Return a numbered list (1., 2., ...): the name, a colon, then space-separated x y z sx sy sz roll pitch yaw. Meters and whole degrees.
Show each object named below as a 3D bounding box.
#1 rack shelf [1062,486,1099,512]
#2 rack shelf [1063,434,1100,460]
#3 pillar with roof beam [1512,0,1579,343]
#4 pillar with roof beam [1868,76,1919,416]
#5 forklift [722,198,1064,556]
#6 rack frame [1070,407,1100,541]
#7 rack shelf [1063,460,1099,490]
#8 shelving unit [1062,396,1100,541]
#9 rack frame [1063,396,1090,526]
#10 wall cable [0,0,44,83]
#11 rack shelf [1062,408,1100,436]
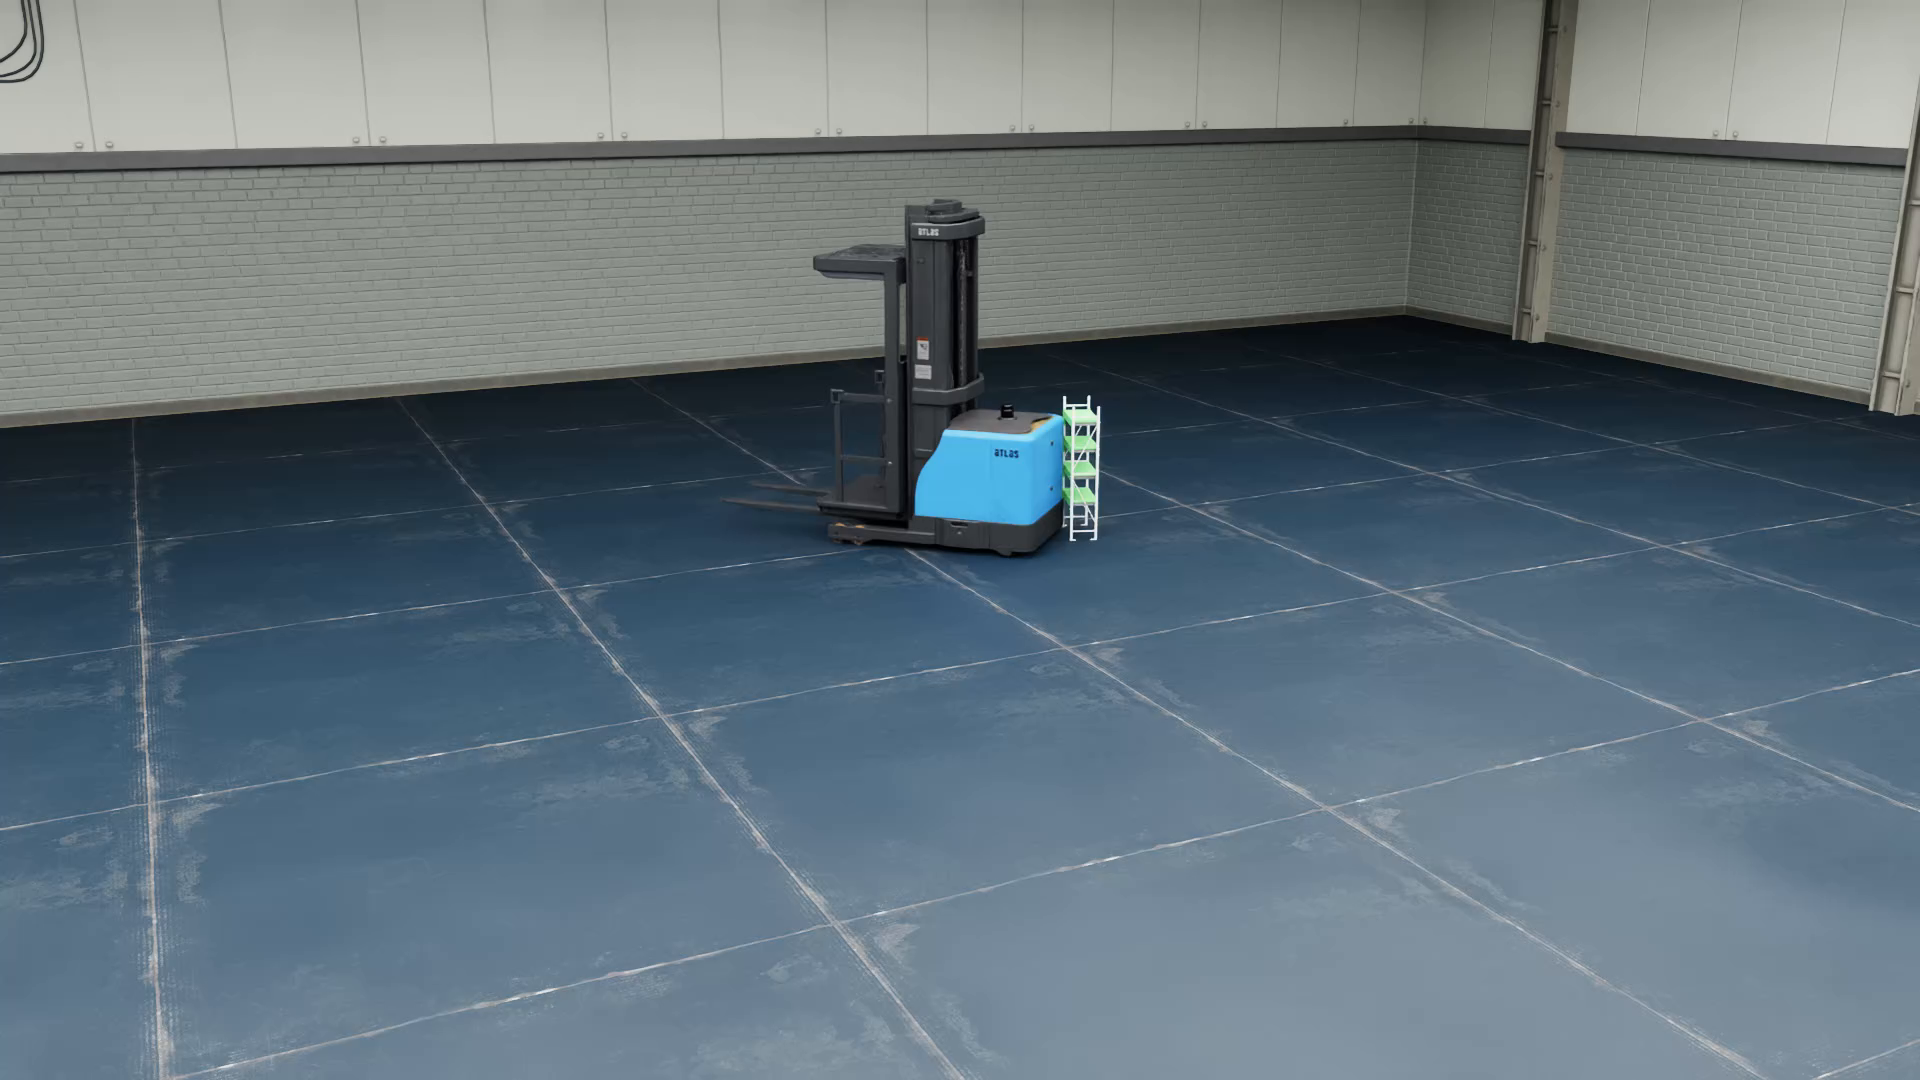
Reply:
1. rack shelf: 1.070 -0.351 14.900 0.258 0.148 0.480 -2 16 -6
2. rack shelf: 1.070 -0.812 14.768 0.258 0.148 0.480 -2 16 -6
3. pillar with roof beam: 4.801 -6.849 22.302 9.100 9.000 0.400 -8 18 -25
4. pillar with roof beam: 7.429 -5.361 17.118 9.100 9.000 0.400 -8 18 -25
5. forklift: -0.641 -1.503 14.673 3.031 2.935 1.130 6 17 19
6. rack frame: 1.095 -0.576 14.583 0.240 1.200 0.015 -2 16 -6
7. rack shelf: 1.070 -0.582 14.834 0.258 0.148 0.480 -2 16 -6
8. shelving unit: 1.070 -0.643 14.816 0.258 1.200 0.503 -2 16 -6
9. rack frame: 1.046 -0.710 15.050 0.240 1.200 0.015 -2 16 -6
10. wall cable: -11.207 -7.231 17.468 2.305 6.003 0.169 -8 18 -25
11. rack shelf: 1.070 -1.043 14.702 0.258 0.148 0.480 -2 16 -6
